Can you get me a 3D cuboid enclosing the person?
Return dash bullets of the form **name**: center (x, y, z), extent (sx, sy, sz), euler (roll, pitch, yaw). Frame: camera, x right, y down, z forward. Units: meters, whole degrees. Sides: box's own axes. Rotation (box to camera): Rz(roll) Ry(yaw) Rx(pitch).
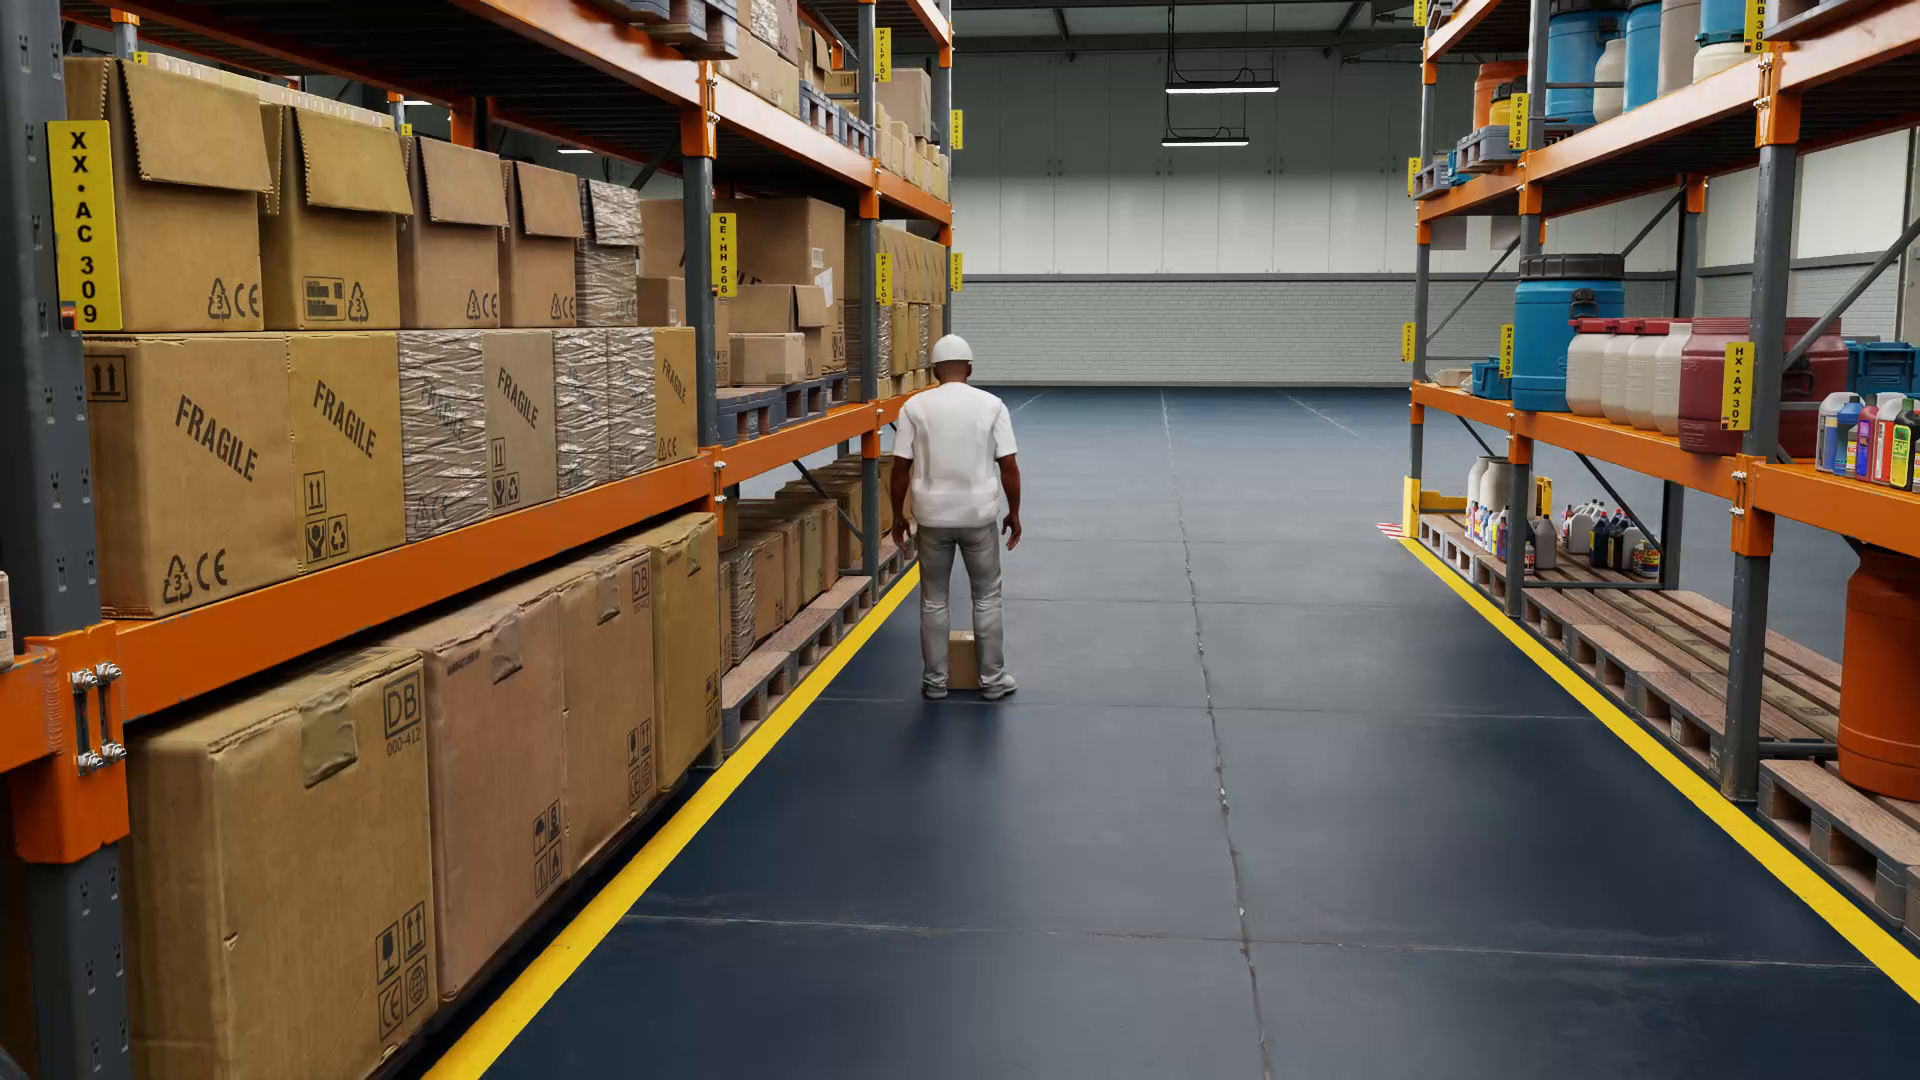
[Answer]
- **person**: center (-0.019, -0.113, 8.078), extent (0.635, 1.760, 0.456), euler (0, 8, 3)
